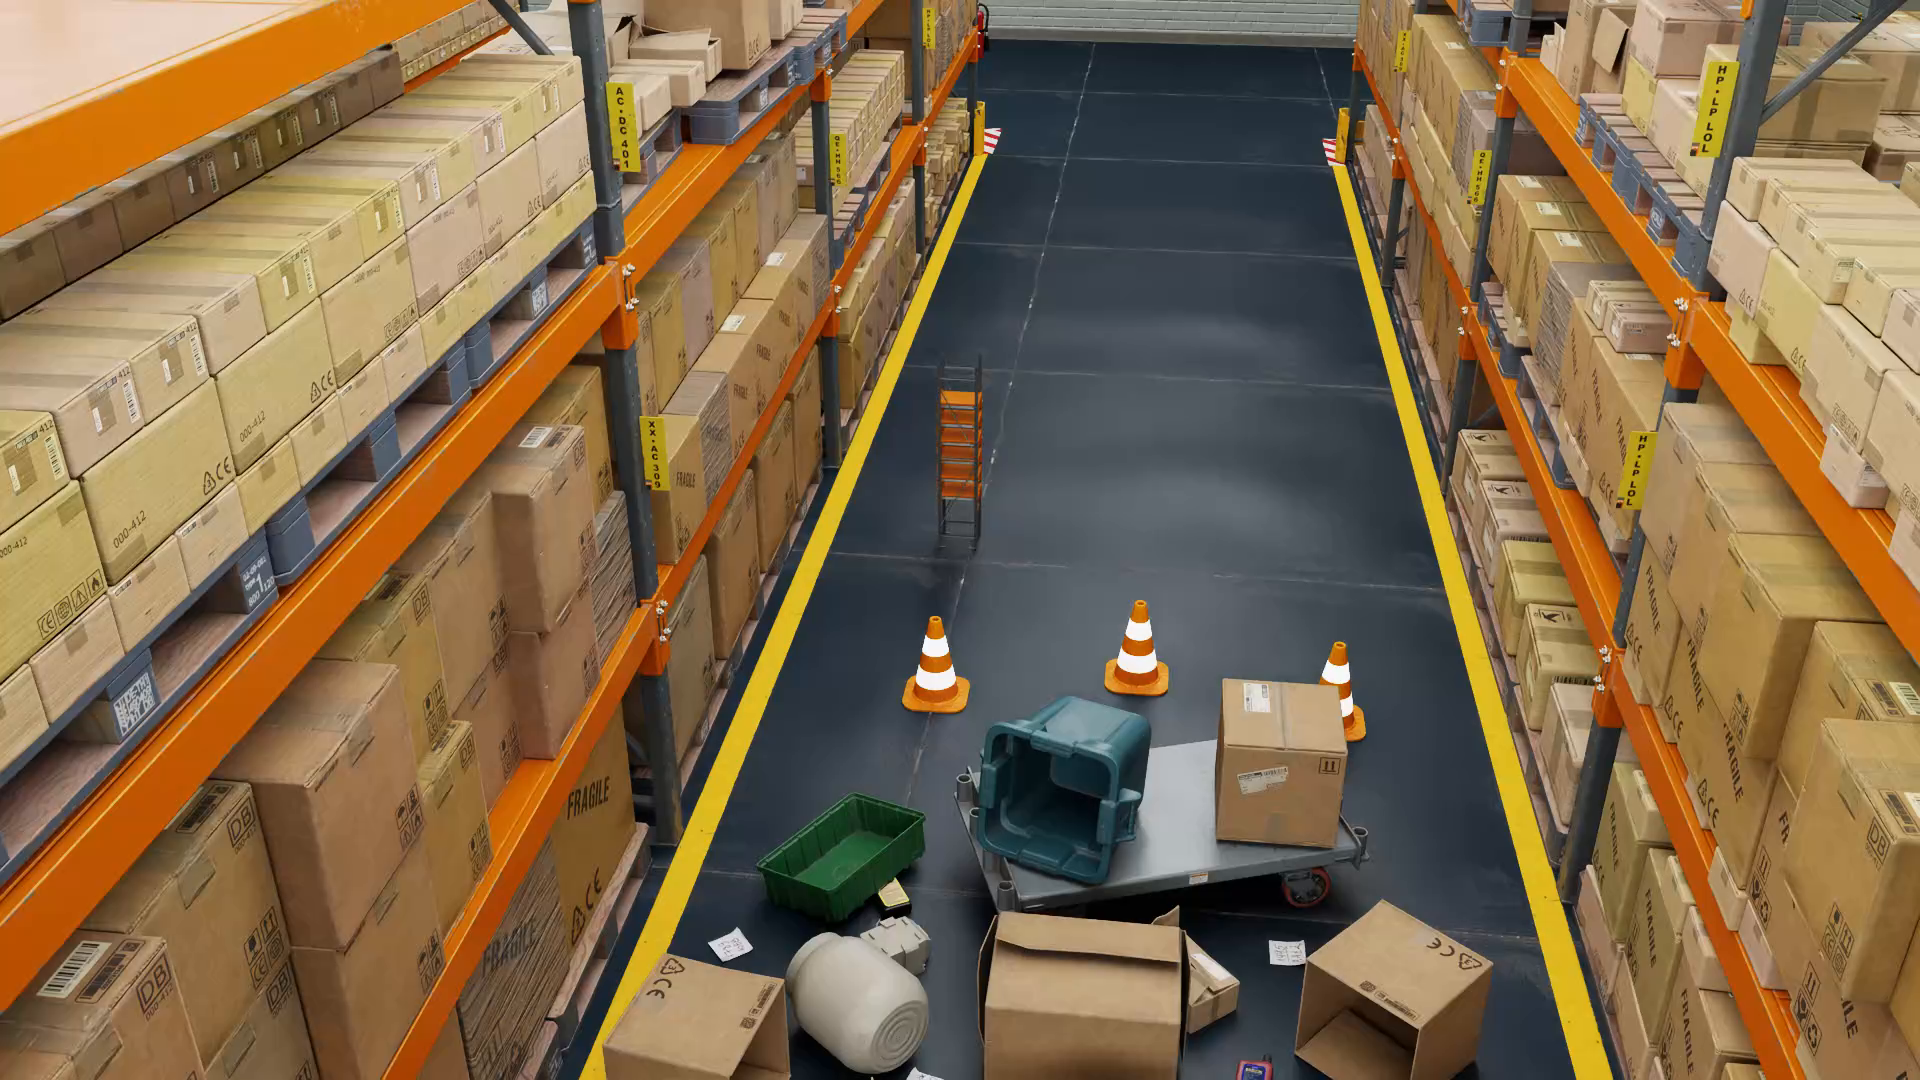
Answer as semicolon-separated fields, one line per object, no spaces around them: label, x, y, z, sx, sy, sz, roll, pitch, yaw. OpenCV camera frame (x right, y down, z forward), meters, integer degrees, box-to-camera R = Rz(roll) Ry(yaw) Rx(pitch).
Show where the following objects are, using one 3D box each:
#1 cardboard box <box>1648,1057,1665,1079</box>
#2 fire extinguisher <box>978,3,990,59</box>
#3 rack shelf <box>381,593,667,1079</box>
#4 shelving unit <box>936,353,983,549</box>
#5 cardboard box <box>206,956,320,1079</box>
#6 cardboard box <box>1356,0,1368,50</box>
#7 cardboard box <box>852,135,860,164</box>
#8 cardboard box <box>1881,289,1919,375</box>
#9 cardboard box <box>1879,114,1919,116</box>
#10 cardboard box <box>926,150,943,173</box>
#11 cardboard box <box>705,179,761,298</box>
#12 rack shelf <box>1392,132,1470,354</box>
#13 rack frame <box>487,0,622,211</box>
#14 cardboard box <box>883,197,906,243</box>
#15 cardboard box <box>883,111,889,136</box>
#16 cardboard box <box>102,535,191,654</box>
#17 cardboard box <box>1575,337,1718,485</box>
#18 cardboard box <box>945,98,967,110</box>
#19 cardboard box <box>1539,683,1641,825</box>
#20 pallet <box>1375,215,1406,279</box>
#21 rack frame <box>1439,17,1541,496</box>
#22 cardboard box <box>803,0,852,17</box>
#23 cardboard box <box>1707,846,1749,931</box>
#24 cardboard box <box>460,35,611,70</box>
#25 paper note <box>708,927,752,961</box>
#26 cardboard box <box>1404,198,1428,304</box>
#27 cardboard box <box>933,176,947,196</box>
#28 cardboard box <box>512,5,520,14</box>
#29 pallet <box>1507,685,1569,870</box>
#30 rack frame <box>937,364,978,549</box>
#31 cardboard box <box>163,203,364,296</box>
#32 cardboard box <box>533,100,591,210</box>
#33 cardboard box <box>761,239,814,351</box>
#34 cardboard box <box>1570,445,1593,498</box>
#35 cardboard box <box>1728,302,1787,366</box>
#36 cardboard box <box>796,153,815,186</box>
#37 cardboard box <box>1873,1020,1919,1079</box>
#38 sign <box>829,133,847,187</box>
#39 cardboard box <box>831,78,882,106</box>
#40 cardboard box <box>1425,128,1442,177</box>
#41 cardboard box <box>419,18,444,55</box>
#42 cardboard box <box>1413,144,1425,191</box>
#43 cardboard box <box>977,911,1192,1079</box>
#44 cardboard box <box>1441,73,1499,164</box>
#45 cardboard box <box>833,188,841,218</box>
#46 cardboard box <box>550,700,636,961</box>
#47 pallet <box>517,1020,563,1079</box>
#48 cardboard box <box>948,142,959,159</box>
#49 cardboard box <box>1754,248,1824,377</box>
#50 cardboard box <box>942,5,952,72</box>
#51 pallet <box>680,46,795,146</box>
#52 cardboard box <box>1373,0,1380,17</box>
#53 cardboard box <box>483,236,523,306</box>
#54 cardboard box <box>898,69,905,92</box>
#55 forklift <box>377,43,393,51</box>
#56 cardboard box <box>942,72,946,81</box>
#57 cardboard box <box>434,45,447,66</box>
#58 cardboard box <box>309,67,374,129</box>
cardboard box;2.681;2.066;5.709;0.500;0.250;0.500;3;28;6
fire extinguisher;0.172;-5.506;17.782;0.296;0.674;0.183;3;28;6
rack shelf;-2.032;1.294;5.443;1.077;0.370;4.000;3;28;6
shelving unit;-0.002;-0.521;9.953;0.258;1.200;0.189;3;28;6
cardboard box;-2.231;1.416;4.302;0.875;0.550;0.550;3;28;6
cardboard box;4.265;-5.207;16.647;0.500;0.500;0.500;3;28;6
cardboard box;-0.916;-2.757;11.714;0.380;0.149;0.250;3;28;6
cardboard box;2.670;-0.539;4.350;0.380;0.149;0.250;3;28;5
cardboard box;3.669;-1.654;6.709;0.500;0.250;0.500;3;28;6
cardboard box;-0.363;-3.559;15.629;0.380;0.149;0.250;4;29;7
cardboard box;-1.483;-1.640;8.972;0.700;0.500;0.500;3;28;5
rack shelf;3.873;-2.231;11.987;1.077;0.370;4.000;3;28;6
rack frame;-1.787;-2.605;5.597;1.000;3.000;0.127;3;28;6
cardboard box;-0.724;-2.538;13.200;0.500;0.250;0.500;5;29;9
cardboard box;-0.754;-3.248;12.938;0.380;0.149;0.250;2;28;4
cardboard box;-1.855;0.100;3.456;0.380;0.149;0.250;3;29;6
cardboard box;3.026;-0.548;7.242;0.500;0.500;0.500;4;29;6
cardboard box;-0.130;-4.540;17.450;0.380;0.149;0.250;4;29;7
cardboard box;3.200;1.001;7.557;0.950;0.372;0.625;4;29;7
pallet;4.289;-2.615;14.882;1.003;0.211;1.213;3;28;6
rack frame;3.628;-1.607;10.069;1.000;3.000;0.127;3;28;6
cardboard box;-0.963;-3.465;10.250;0.500;0.500;0.500;3;28;6
cardboard box;2.615;1.118;5.277;0.380;0.149;0.250;3;29;6
cardboard box;-1.854;-2.041;7.323;0.500;0.250;0.500;3;28;6
paper note;-0.971;1.712;7.039;0.147;0.020;0.142;-17;33;-29
cardboard box;4.122;-2.442;13.418;0.875;0.875;0.875;4;29;8
cardboard box;-0.325;-3.425;16.008;0.380;0.149;0.250;3;28;5
cardboard box;-4.944;-5.651;17.841;0.380;0.149;0.250;4;29;7
pallet;3.232;1.137;7.916;1.003;0.211;1.213;3;28;6
rack frame;-0.013;-0.478;9.873;0.240;1.200;0.006;3;28;6
cardboard box;-1.733;-0.728;4.152;0.380;0.149;0.250;4;29;7
cardboard box;-1.593;-1.332;5.693;0.500;0.250;0.500;3;28;6
cardboard box;-1.148;-1.428;9.633;0.500;0.500;0.500;3;28;6
cardboard box;2.973;-0.303;7.471;0.380;0.149;0.250;3;28;5
cardboard box;2.766;-0.681;5.454;0.380;0.149;0.250;3;28;6
cardboard box;-1.048;-2.391;10.721;0.380;0.149;0.250;3;28;6
cardboard box;2.507;1.477;3.926;0.500;0.500;0.500;3;29;6
sign;-0.746;-2.326;10.183;0.100;0.325;0.005;3;28;6
cardboard box;-0.794;-3.378;12.553;0.380;0.149;0.250;2;28;5
cardboard box;3.600;-2.732;11.789;0.500;0.250;0.500;3;28;5
cardboard box;-5.276;-4.814;15.868;0.500;0.250;0.500;4;29;7
cardboard box;3.662;-2.748;12.346;0.500;0.250;0.500;3;28;6
cardboard box;0.457;1.784;6.265;0.797;0.637;0.503;3;28;6
cardboard box;3.554;-2.825;11.171;0.500;0.500;0.500;3;28;6
cardboard box;-1.009;-2.246;11.079;0.380;0.149;0.250;5;29;9
cardboard box;-1.934;1.079;6.882;0.875;0.875;0.875;4;29;7
pallet;-2.105;2.193;5.957;1.003;0.211;1.213;3;28;6
cardboard box;-0.211;-3.919;16.611;0.380;0.149;0.250;4;29;7
cardboard box;2.758;-0.675;5.021;0.500;0.250;0.500;3;28;6
cardboard box;-0.345;-4.591;15.191;0.500;0.500;0.500;3;28;5
pallet;-1.457;-2.251;8.303;1.003;0.211;1.213;5;29;9
cardboard box;4.155;-5.161;15.507;0.500;0.500;0.500;3;28;6
cardboard box;-1.607;-0.852;5.223;0.380;0.149;0.250;3;29;6
cardboard box;-0.660;-3.736;13.530;0.380;0.149;0.250;4;29;8
forklift;-4.005;-1.532;10.004;1.130;2.935;3.031;6;29;12
cardboard box;-0.334;-4.356;15.438;0.380;0.149;0.250;5;29;8
cardboard box;-5.193;-4.685;16.048;0.380;0.149;0.250;4;29;7
cardboard box;-2.199;-1.482;5.551;0.380;0.149;0.250;3;28;6
